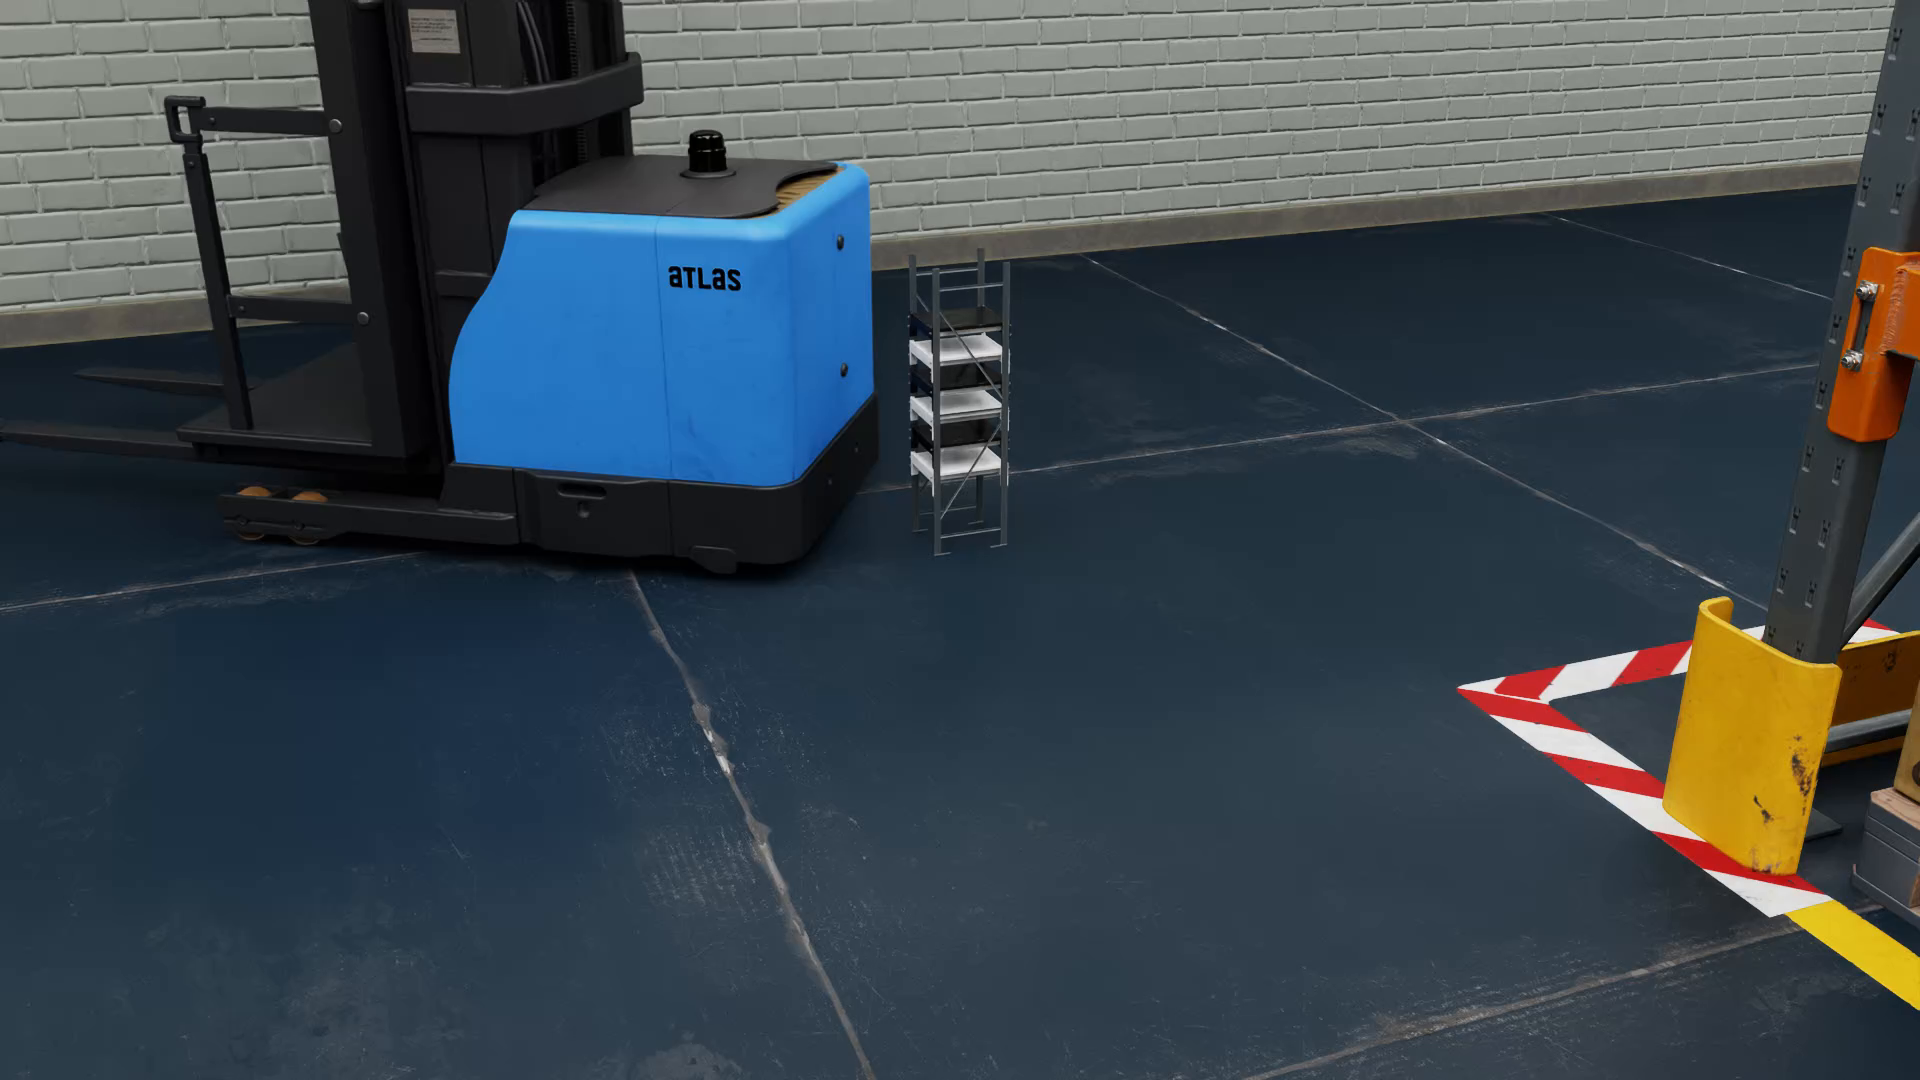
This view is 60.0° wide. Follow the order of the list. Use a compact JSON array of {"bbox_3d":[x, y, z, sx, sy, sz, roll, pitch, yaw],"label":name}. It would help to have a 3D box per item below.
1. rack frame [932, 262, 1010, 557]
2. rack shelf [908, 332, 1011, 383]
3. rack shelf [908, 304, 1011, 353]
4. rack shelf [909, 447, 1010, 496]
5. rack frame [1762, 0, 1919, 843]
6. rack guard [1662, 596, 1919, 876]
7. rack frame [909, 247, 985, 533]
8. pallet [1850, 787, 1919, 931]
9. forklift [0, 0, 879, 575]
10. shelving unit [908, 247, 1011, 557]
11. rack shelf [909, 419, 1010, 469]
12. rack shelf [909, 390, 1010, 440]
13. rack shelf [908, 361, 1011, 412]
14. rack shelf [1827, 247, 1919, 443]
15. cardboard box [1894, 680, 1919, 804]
[{"bbox_3d":[0.033,-0.381,4.995,0.240,0.900,0.006,-8,24,-19],"label":"rack frame"},{"bbox_3d":[-0.003,-0.553,5.025,0.258,0.077,0.200,-8,24,-19],"label":"rack shelf"},{"bbox_3d":[-0.003,-0.636,4.990,0.258,0.077,0.200,-8,24,-19],"label":"rack shelf"},{"bbox_3d":[-0.003,-0.221,5.165,0.258,0.077,0.200,-8,24,-19],"label":"rack shelf"},{"bbox_3d":[2.202,-0.791,3.265,1.000,3.000,0.127,-8,24,-19],"label":"rack frame"},{"bbox_3d":[2.194,0.352,3.771,1.175,0.500,0.348,-8,24,-19],"label":"rack guard"},{"bbox_3d":[-0.039,-0.455,5.170,0.240,0.900,0.006,-8,24,-19],"label":"rack frame"},{"bbox_3d":[2.558,0.774,3.142,1.003,0.211,1.213,-8,24,-19],"label":"pallet"},{"bbox_3d":[-1.851,-1.527,5.100,3.031,2.935,1.130,5,23,11],"label":"forklift"},{"bbox_3d":[-0.003,-0.418,5.082,0.258,0.900,0.210,-8,24,-19],"label":"shelving unit"},{"bbox_3d":[-0.003,-0.304,5.130,0.258,0.077,0.200,-8,24,-19],"label":"rack shelf"},{"bbox_3d":[-0.003,-0.387,5.095,0.258,0.077,0.200,-8,24,-19],"label":"rack shelf"},{"bbox_3d":[-0.003,-0.470,5.060,0.258,0.077,0.200,-8,24,-19],"label":"rack shelf"},{"bbox_3d":[2.909,0.267,1.680,1.077,0.370,4.000,-8,24,-19],"label":"rack shelf"},{"bbox_3d":[2.503,0.216,3.070,0.875,0.875,0.875,-8,24,-19],"label":"cardboard box"}]
